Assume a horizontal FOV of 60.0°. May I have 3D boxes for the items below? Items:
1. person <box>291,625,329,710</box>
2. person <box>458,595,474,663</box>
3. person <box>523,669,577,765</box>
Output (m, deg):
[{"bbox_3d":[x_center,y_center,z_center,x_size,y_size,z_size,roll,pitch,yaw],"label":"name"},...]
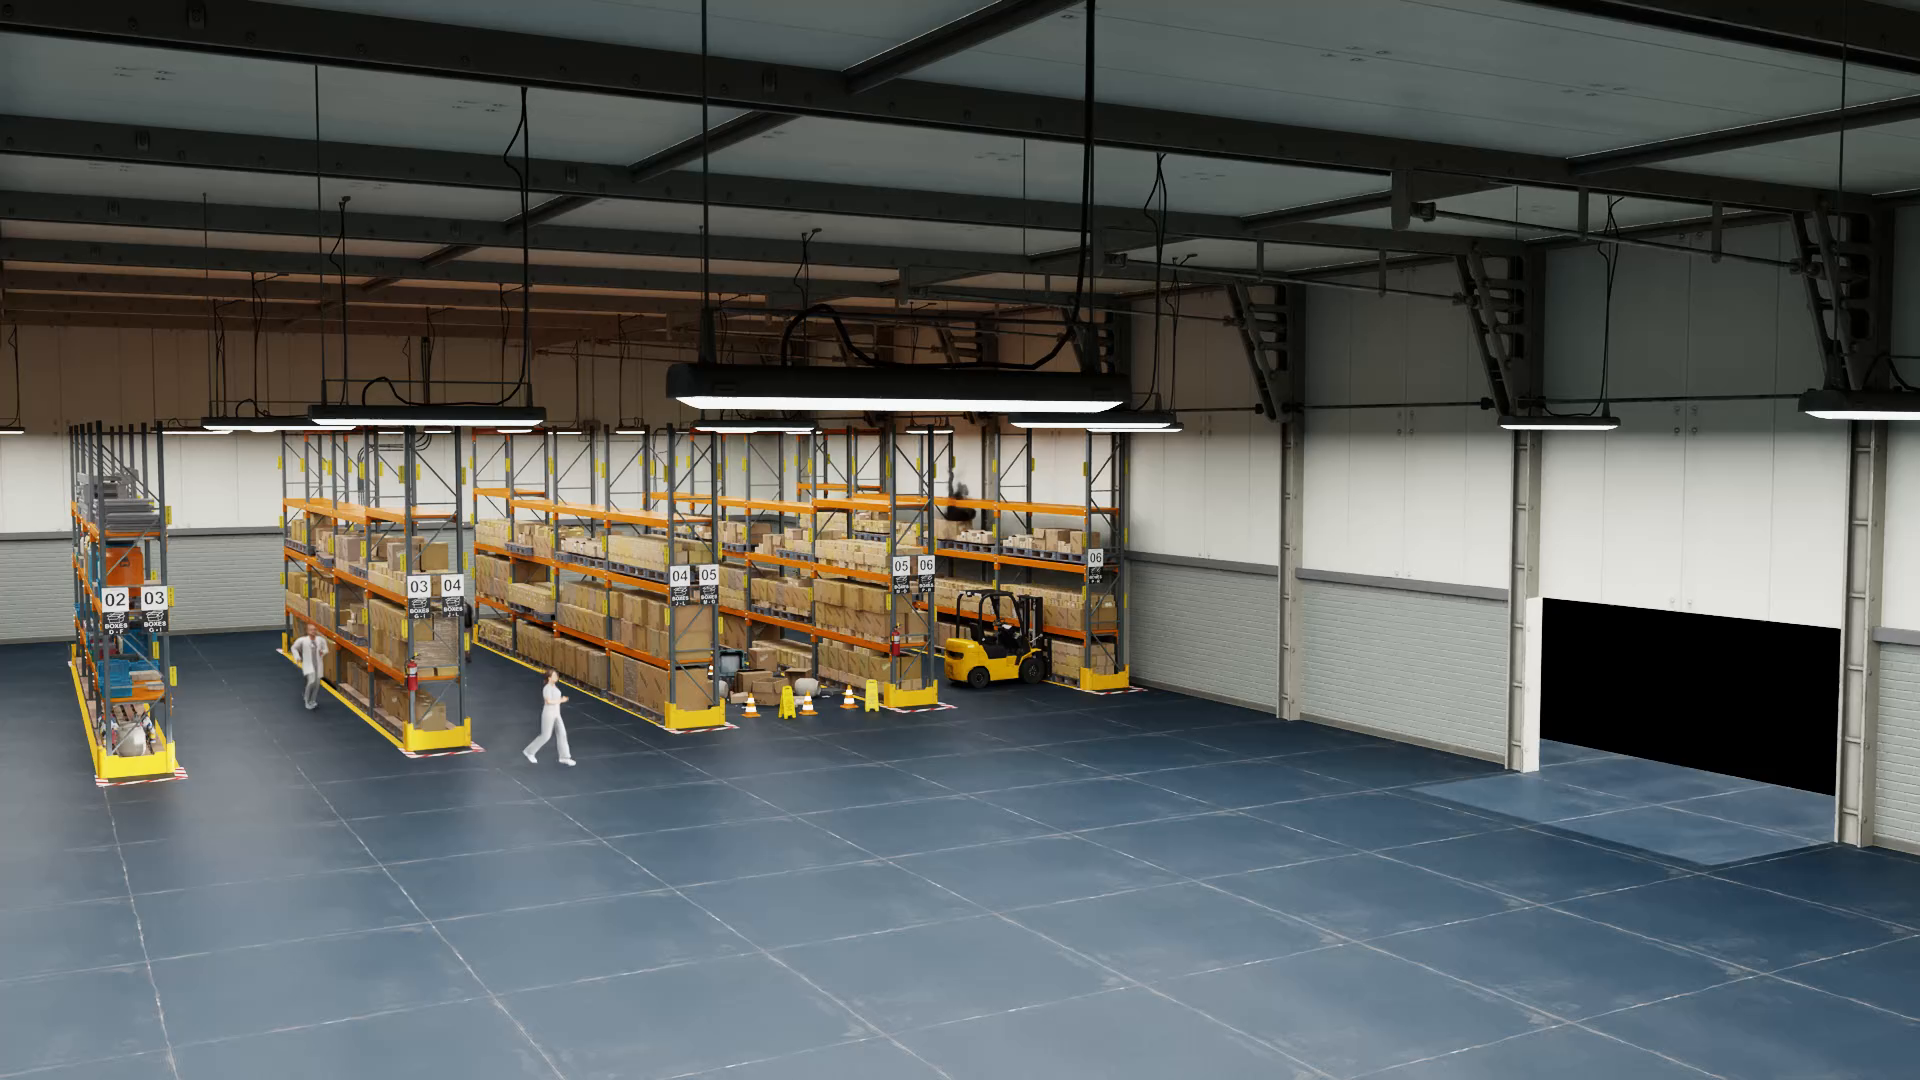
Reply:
[{"bbox_3d":[-13.619,2.678,34.982,0.675,1.794,0.761,-3,5,-41],"label":"person"},{"bbox_3d":[-12.697,2.244,42.453,0.649,1.714,0.933,-2,4,-32],"label":"person"},{"bbox_3d":[-7.137,3.076,28.906,0.924,1.679,0.575,0,4,5],"label":"person"}]
